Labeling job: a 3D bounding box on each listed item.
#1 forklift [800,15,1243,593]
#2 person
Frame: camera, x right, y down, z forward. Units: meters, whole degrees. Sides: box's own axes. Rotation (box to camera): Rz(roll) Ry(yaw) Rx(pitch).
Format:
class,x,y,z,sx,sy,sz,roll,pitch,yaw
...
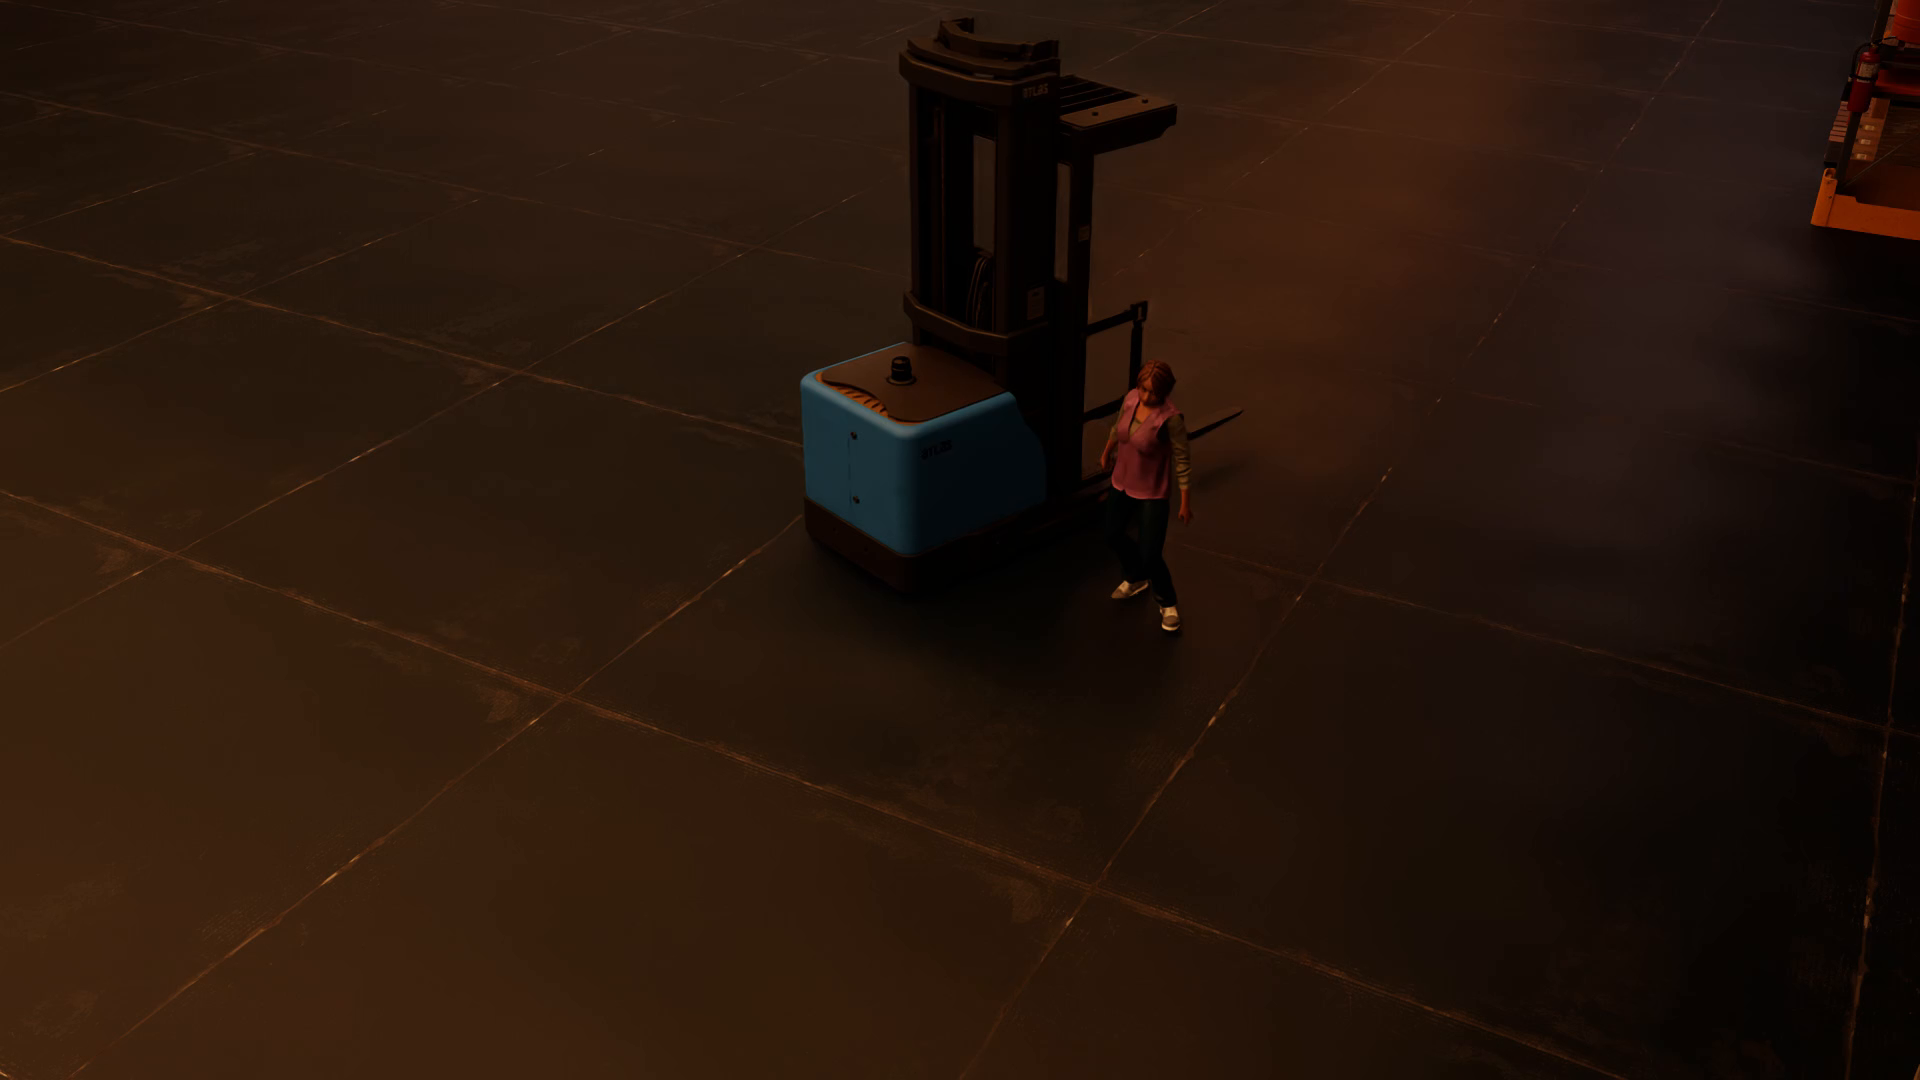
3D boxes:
class,x,y,z,sx,sy,sz,roll,pitch,yaw
forklift,0.520,-1.577,9.803,3.031,2.935,1.130,-23,37,-34
person,0.998,-0.290,9.000,0.366,1.568,0.707,-21,36,-32
